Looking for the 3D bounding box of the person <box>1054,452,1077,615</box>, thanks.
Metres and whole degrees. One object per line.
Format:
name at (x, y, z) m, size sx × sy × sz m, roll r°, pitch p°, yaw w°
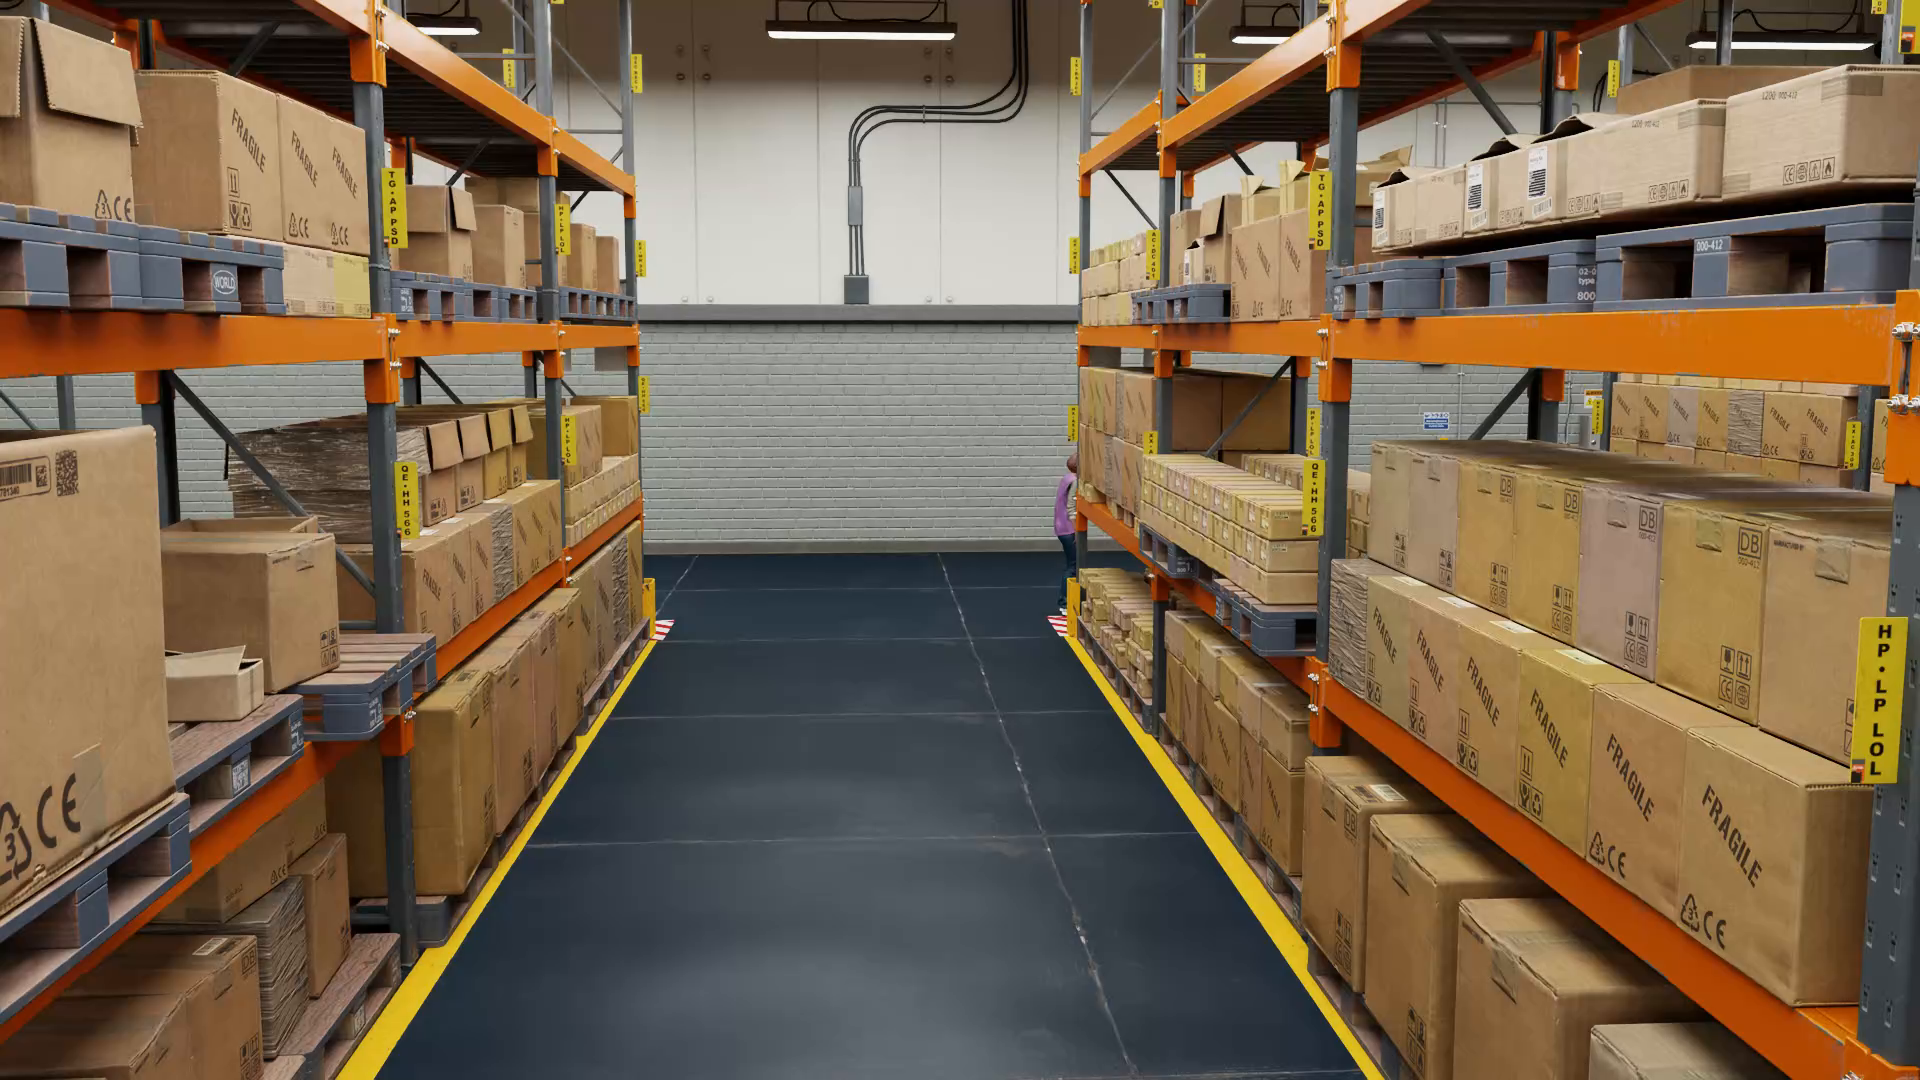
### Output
person at (1.098, -0.065, 16.323) m, size 0.342 × 1.593 × 0.485 m, roll 0°, pitch 7°, yaw -3°
